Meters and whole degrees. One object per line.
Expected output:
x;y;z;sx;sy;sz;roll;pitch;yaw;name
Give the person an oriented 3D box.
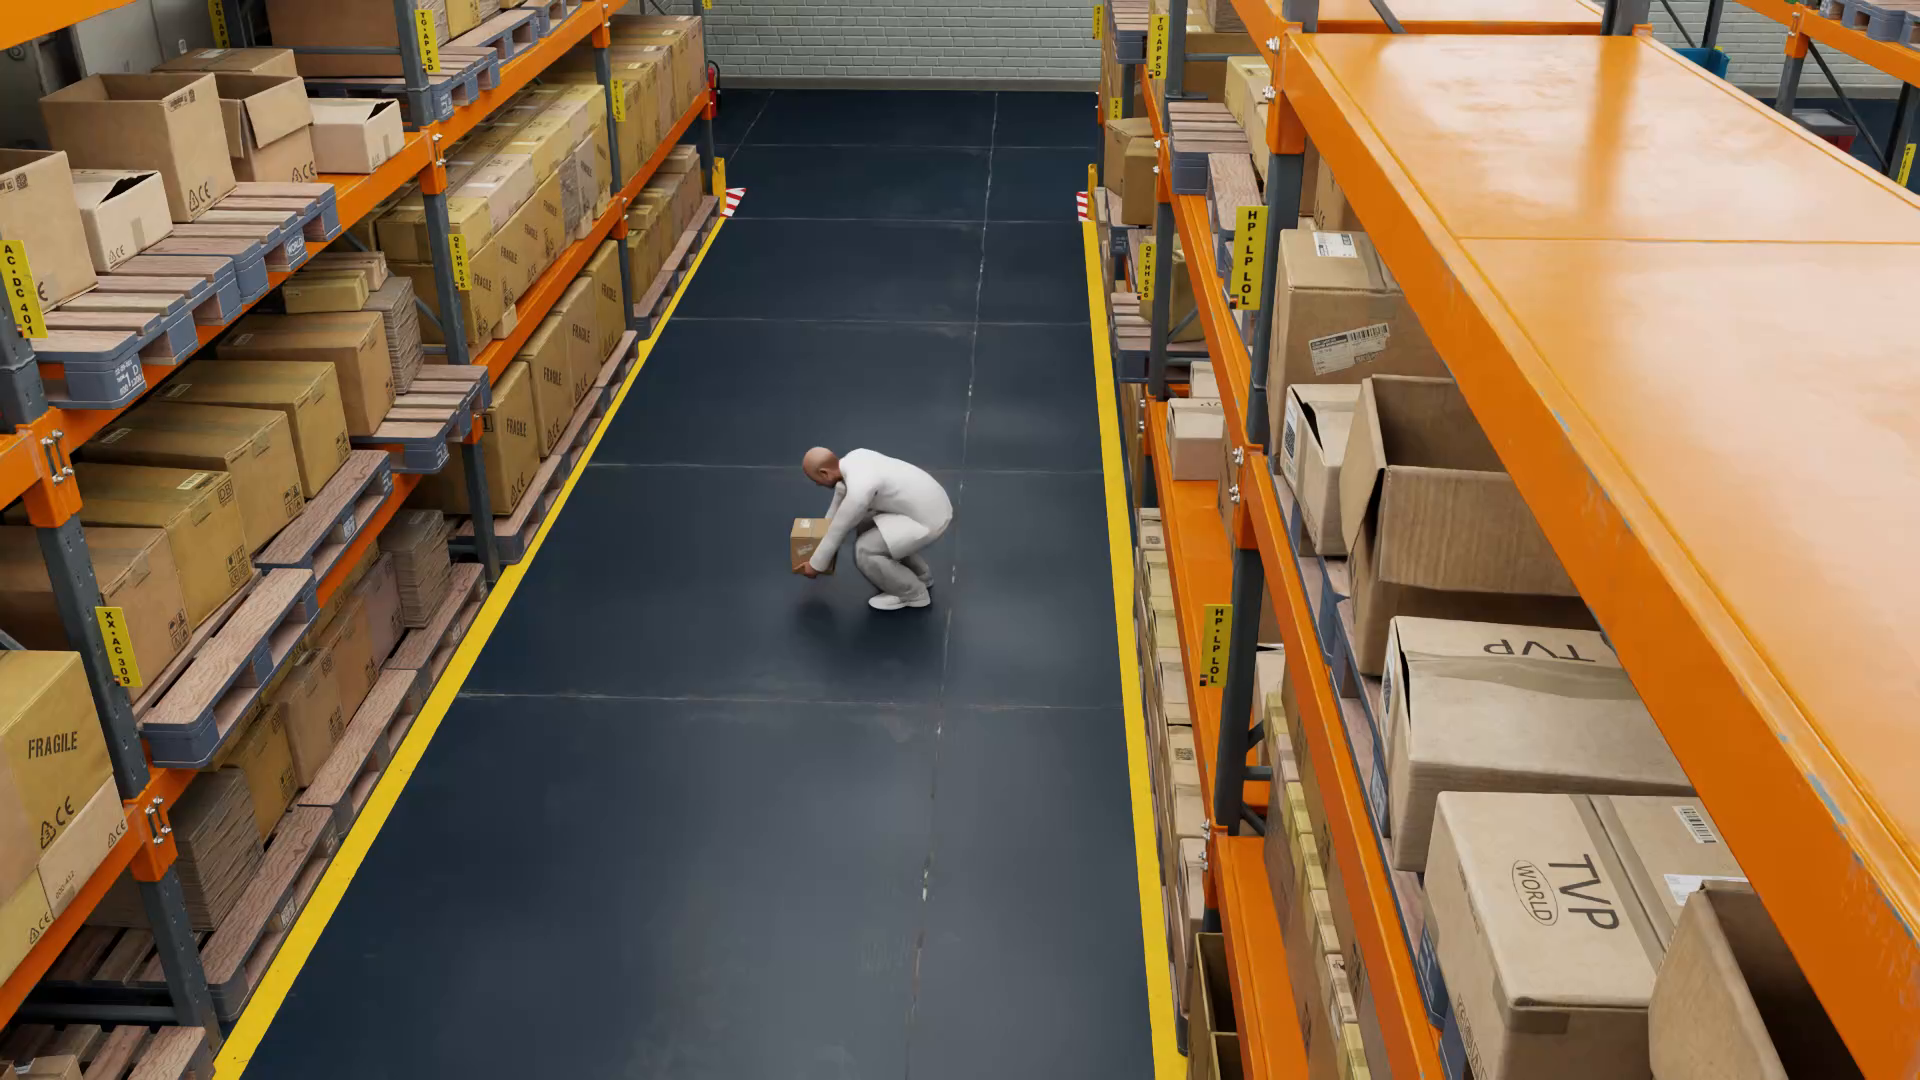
-0.515;-0.111;9.932;0.947;1.001;0.580;0;28;1;person
